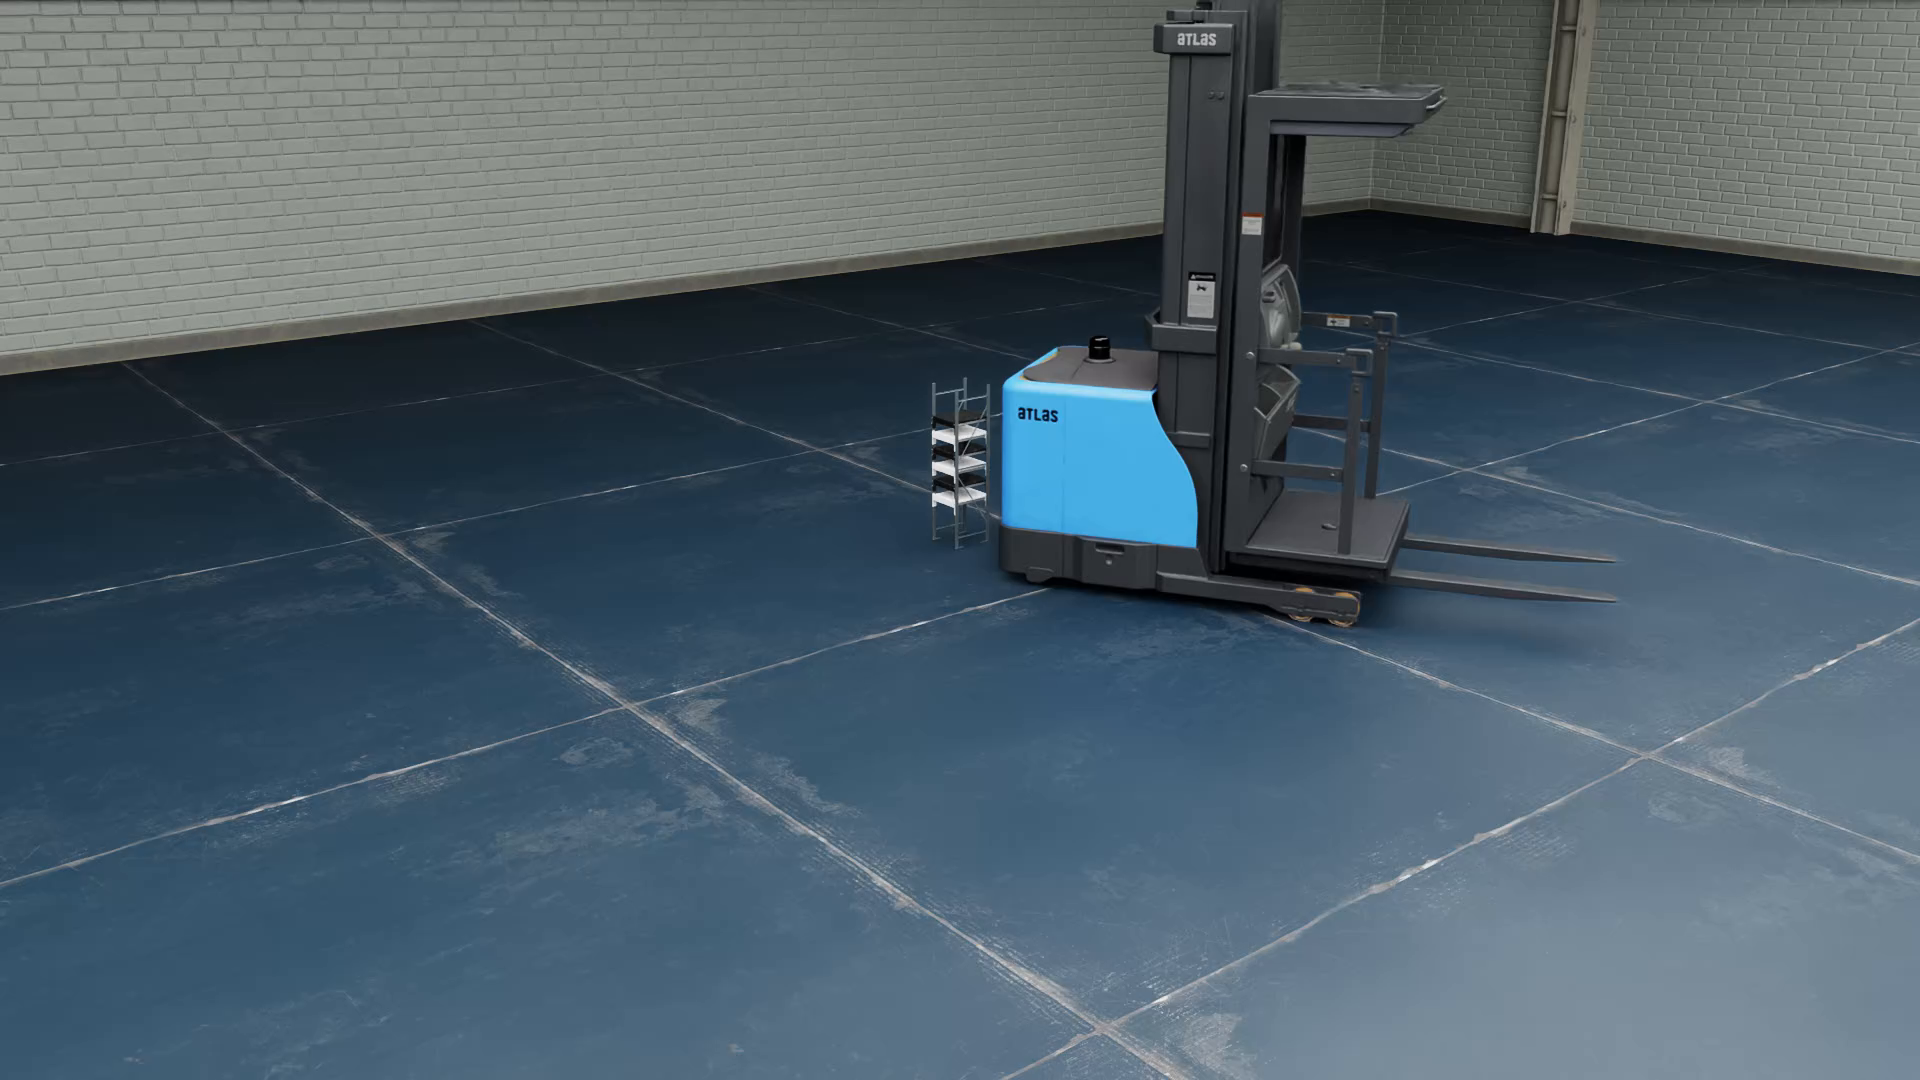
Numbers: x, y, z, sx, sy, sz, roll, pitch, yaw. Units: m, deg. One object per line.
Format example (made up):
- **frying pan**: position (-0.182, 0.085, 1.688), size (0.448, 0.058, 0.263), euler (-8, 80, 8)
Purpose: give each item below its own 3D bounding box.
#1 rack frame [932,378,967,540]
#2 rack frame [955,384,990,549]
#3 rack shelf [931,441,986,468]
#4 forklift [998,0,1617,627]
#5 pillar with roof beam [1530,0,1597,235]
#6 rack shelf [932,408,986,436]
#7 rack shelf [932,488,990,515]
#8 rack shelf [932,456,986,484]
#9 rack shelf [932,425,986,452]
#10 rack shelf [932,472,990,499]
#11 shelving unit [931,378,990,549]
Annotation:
- **rack frame**: position (-0.058, -0.450, 9.291), size (0.240, 0.900, 0.006), euler (-14, 23, -36)
- **rack frame**: position (0.068, -0.400, 9.139), size (0.240, 0.900, 0.006), euler (-14, 23, -36)
- **rack shelf**: position (0.005, -0.479, 9.197), size (0.258, 0.077, 0.200), euler (-14, 23, -36)
- **forklift**: position (1.774, -1.158, 8.197), size (3.031, 2.935, 1.130), euler (7, 19, 19)
- **pillar with roof beam**: position (4.147, -7.349, 17.240), size (9.100, 9.000, 0.400), euler (-14, 23, -36)
- **rack shelf**: position (0.005, -0.650, 9.141), size (0.258, 0.077, 0.200), euler (-14, 23, -36)
- **rack shelf**: position (0.005, -0.223, 9.282), size (0.258, 0.077, 0.200), euler (-14, 23, -36)
- **rack shelf**: position (0.005, -0.394, 9.225), size (0.258, 0.077, 0.200), euler (-14, 23, -36)
- **rack shelf**: position (0.005, -0.564, 9.169), size (0.258, 0.077, 0.200), euler (-14, 23, -36)
- **rack shelf**: position (0.005, -0.308, 9.254), size (0.258, 0.077, 0.200), euler (-14, 23, -36)
- **shelving unit**: position (0.005, -0.425, 9.215), size (0.258, 0.900, 0.210), euler (-14, 23, -36)
